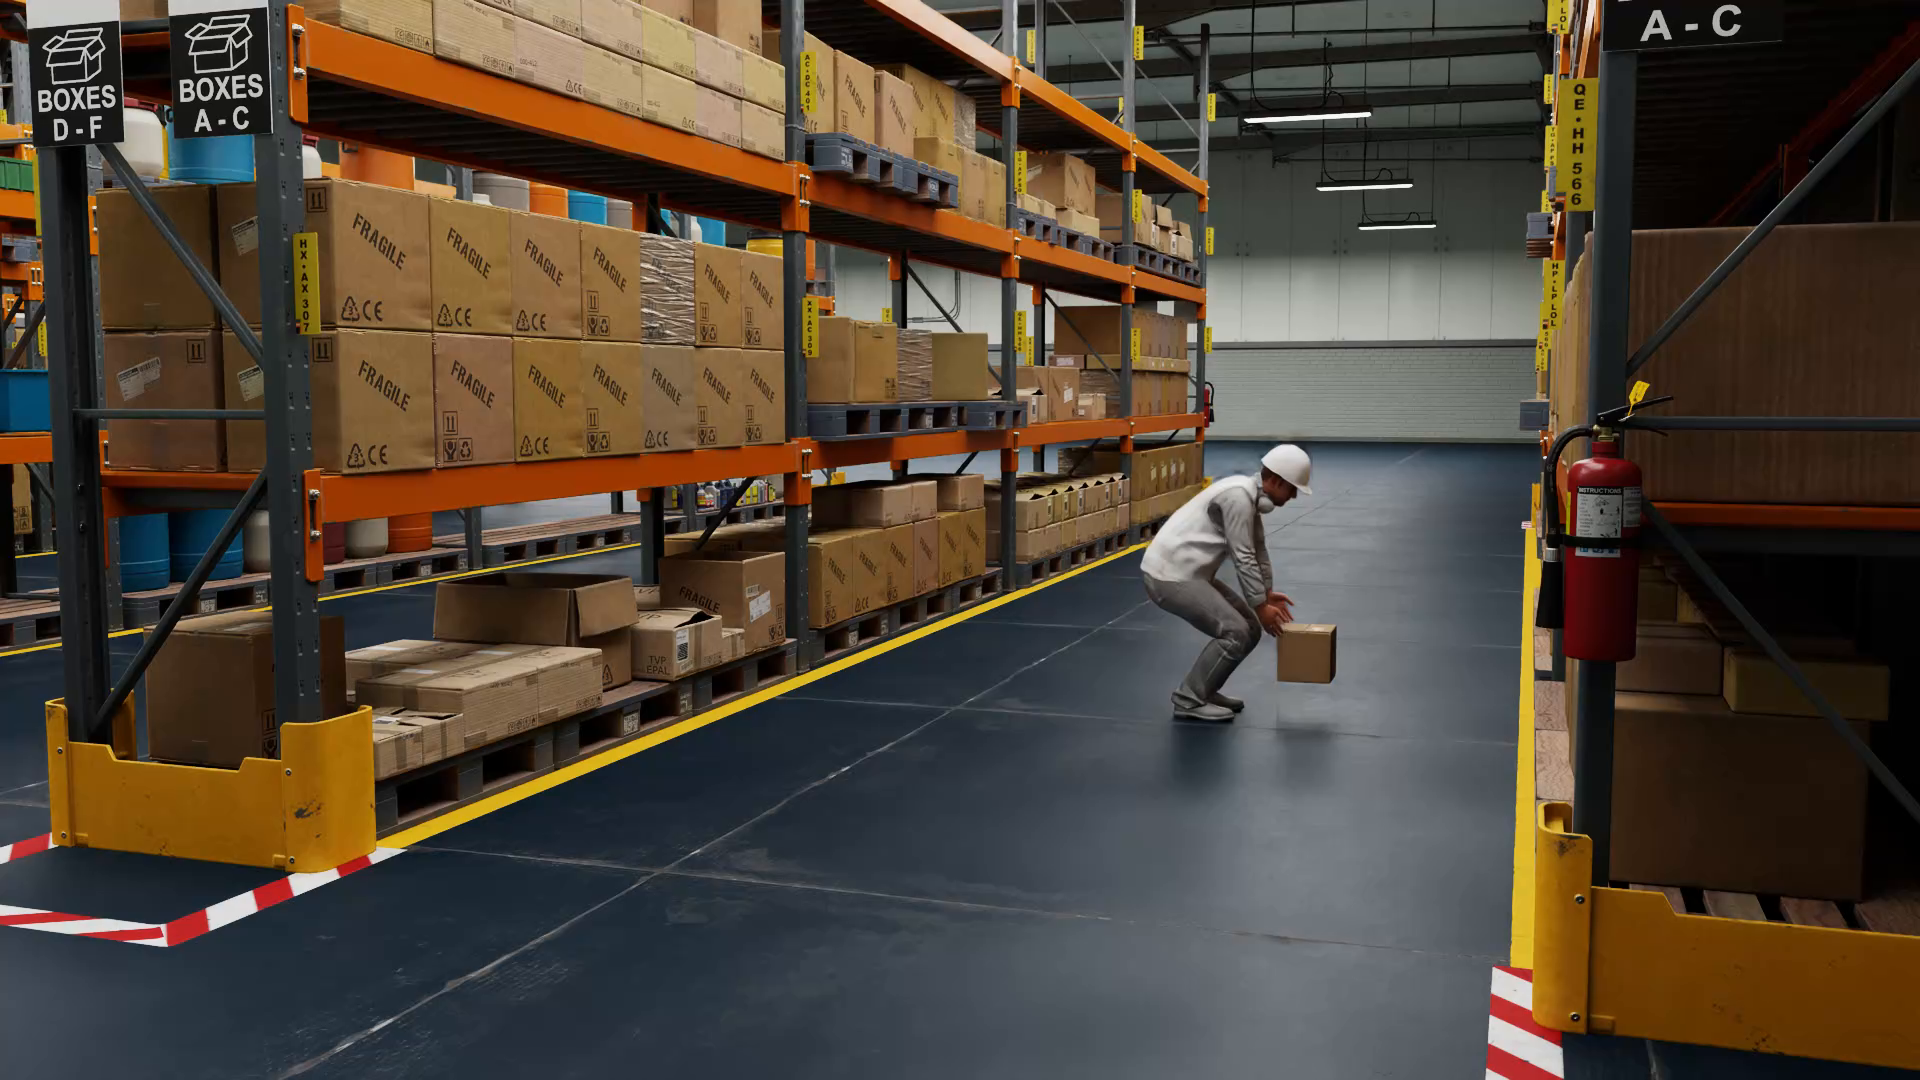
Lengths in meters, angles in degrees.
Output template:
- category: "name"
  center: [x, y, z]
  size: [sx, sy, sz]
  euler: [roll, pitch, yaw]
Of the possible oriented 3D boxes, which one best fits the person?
- category: "person"
  center: [1.307, 0.195, 8.153]
  size: [0.810, 1.333, 0.588]
  euler: [2, 5, 19]
